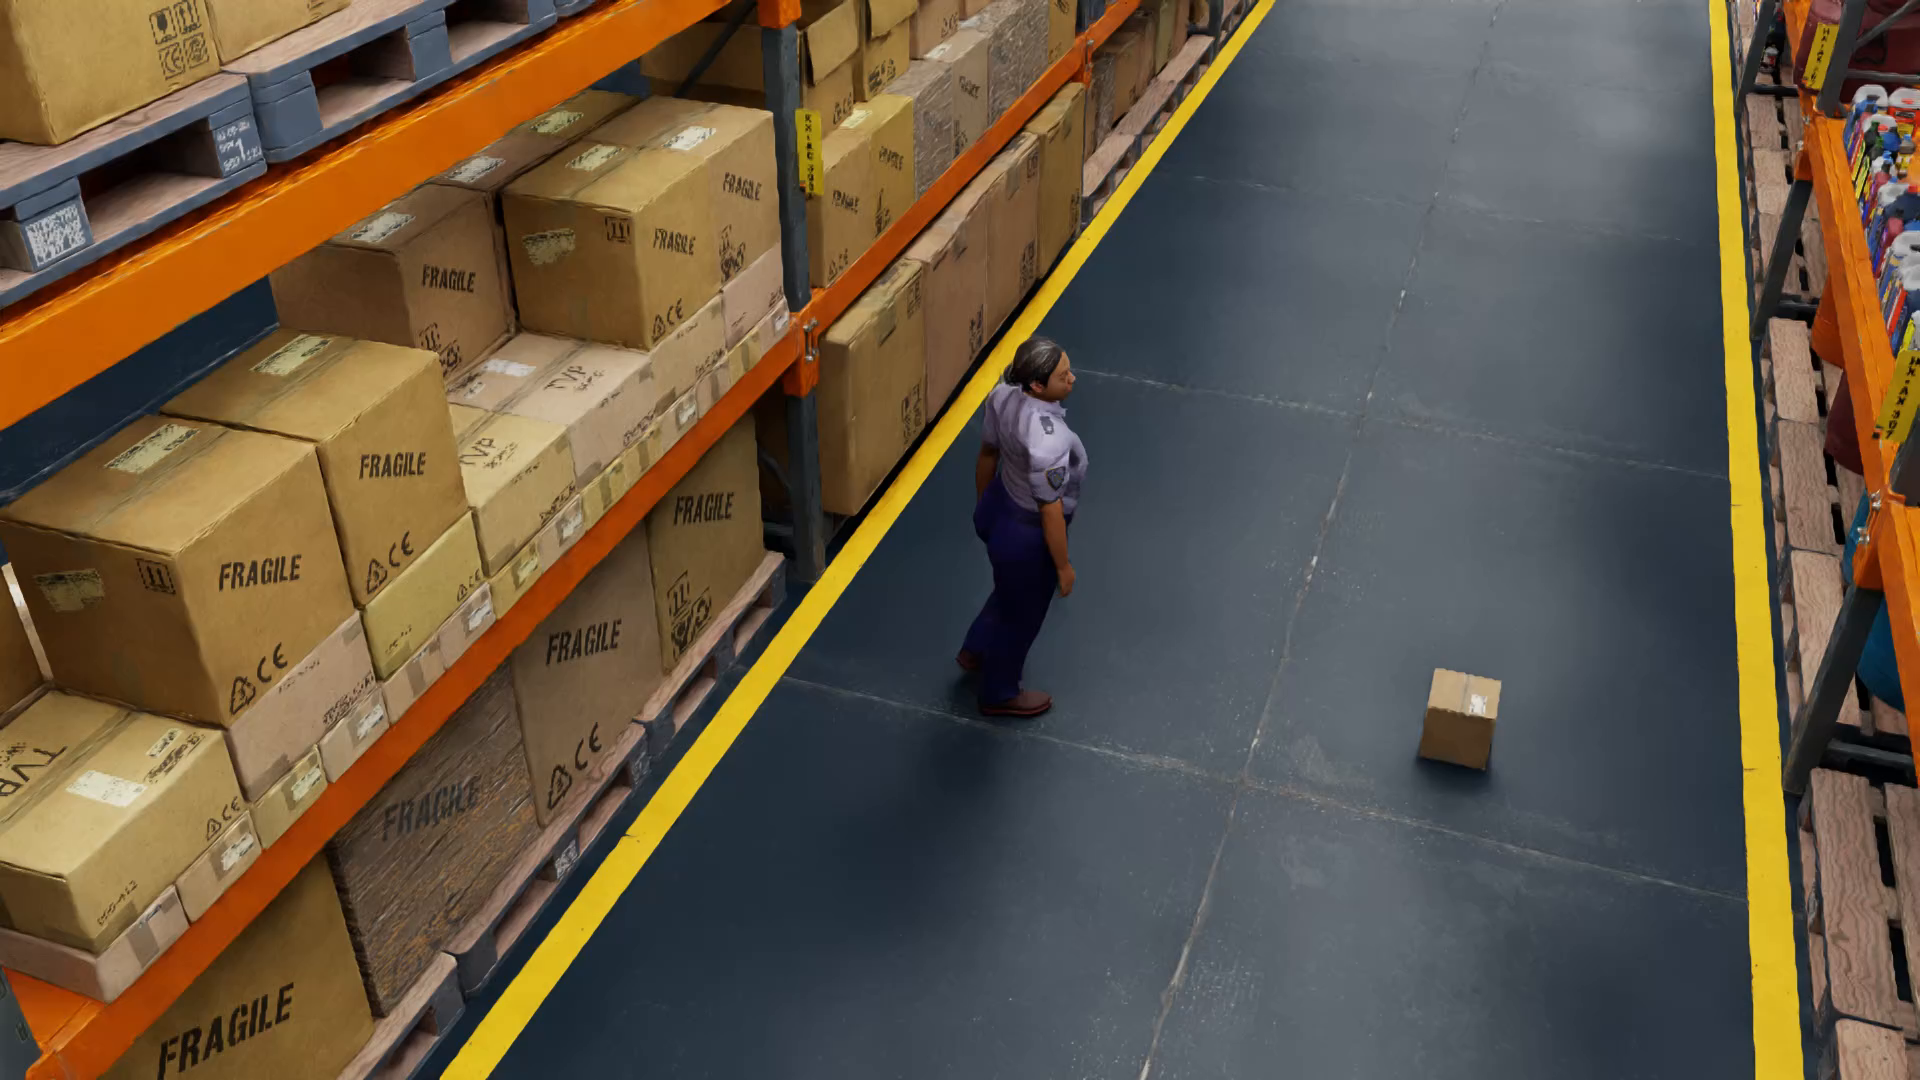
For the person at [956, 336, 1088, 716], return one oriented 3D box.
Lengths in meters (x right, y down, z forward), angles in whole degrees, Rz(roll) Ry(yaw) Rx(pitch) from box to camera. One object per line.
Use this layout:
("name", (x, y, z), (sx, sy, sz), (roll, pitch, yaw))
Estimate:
("person", (0.231, -0.039, 6.207), (0.432, 1.628, 0.621), (-11, 35, -15))
